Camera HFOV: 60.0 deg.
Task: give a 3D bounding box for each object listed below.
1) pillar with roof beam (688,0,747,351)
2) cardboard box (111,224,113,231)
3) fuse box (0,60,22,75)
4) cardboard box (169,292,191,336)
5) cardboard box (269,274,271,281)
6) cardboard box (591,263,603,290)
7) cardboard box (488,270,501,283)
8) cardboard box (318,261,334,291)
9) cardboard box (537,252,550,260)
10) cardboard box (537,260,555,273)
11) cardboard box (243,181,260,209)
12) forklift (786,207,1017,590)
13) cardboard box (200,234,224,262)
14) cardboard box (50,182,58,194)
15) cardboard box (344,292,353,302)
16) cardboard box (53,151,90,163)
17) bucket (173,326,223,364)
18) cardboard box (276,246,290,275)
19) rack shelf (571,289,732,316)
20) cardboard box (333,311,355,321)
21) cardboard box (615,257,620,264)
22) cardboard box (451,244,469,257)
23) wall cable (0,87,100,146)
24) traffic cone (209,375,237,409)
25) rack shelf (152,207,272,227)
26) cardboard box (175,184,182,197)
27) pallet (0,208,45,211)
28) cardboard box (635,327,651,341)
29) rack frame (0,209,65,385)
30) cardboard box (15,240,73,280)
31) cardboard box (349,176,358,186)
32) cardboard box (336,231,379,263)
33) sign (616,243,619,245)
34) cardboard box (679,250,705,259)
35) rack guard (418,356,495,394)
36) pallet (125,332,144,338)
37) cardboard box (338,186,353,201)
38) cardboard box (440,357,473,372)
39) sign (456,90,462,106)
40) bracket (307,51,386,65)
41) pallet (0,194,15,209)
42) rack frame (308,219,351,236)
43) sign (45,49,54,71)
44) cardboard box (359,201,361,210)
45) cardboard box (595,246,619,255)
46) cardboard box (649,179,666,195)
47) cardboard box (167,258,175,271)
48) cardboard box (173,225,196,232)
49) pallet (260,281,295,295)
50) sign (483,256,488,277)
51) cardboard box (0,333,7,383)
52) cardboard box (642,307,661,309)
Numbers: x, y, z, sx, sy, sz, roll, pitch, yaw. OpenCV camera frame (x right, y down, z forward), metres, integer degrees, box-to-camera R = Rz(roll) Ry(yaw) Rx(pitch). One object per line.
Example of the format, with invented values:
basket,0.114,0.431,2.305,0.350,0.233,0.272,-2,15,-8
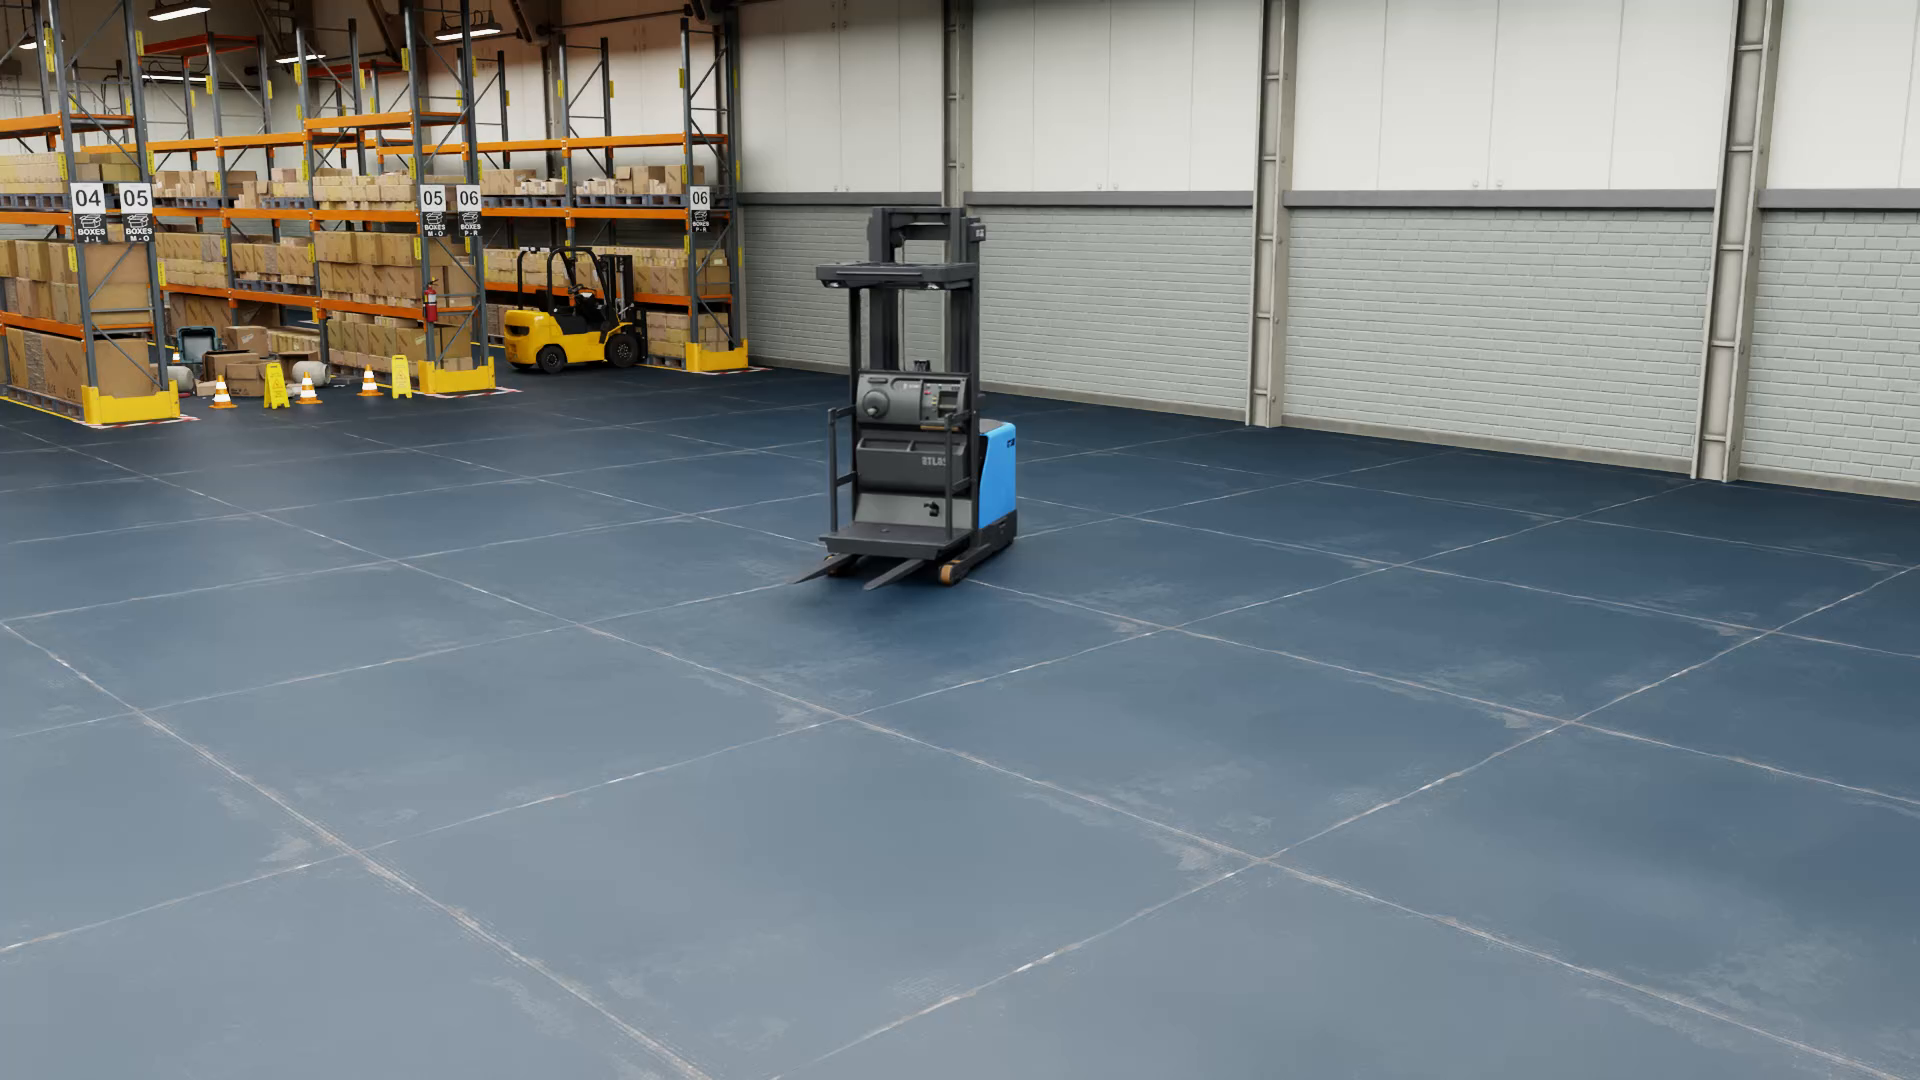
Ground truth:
pillar with roof beam,-7.303,-7.105,27.097,9.100,9.000,0.548,-11,16,-43
cardboard box,-18.209,-6.799,36.146,0.380,0.149,0.250,-11,16,-42
fuse box,-23.073,-11.468,40.345,0.513,0.334,0.176,-11,16,-43
cardboard box,-15.749,-4.684,34.438,0.875,0.875,0.875,-10,15,-41
cardboard box,-12.435,-4.829,30.497,0.380,0.149,0.250,-10,15,-40
cardboard box,-6.634,-4.997,31.486,0.500,0.500,0.500,-11,16,-42
cardboard box,-9.412,-5.461,34.354,0.500,0.250,0.500,-11,16,-44
cardboard box,-10.608,-4.523,28.444,0.500,0.500,0.500,-11,16,-43
cardboard box,-8.119,-5.607,32.837,0.250,0.149,0.380,11,16,43
cardboard box,-8.008,-5.405,32.844,0.500,0.250,0.500,11,16,44
cardboard box,-12.826,-6.393,30.827,0.700,0.500,0.500,-11,16,-43
forklift,-0.465,-1.170,13.325,1.130,2.935,3.031,4,12,19
cardboard box,-14.379,-5.666,32.254,0.500,0.500,0.500,-11,16,-42
cardboard box,-12.107,-4.782,22.587,0.380,0.149,0.250,-11,16,-42
cardboard box,-10.162,-4.112,28.060,0.380,0.149,0.250,-10,15,-41
cardboard box,-11.937,-5.136,22.330,0.380,0.149,0.250,-11,16,-42
bucket,-12.460,-3.169,27.205,0.726,0.611,0.620,-5,3,-23
cardboard box,-11.891,-5.015,29.794,0.500,0.500,0.500,-10,15,-41
rack shelf,-5.742,-4.479,31.000,1.077,0.370,4.000,-11,16,-43
cardboard box,-10.456,-3.825,28.349,0.380,0.149,0.250,-11,16,-42
cardboard box,-6.230,-5.216,30.939,0.250,0.149,0.380,11,16,43
cardboard box,-11.147,-6.176,36.156,0.637,0.503,0.797,11,16,44
wall cable,-22.584,-10.016,41.225,2.355,3.000,0.029,-11,16,-43
traffic cone,-10.798,-2.175,24.324,0.336,0.463,0.334,-11,16,-43
rack shelf,-14.854,-6.423,33.005,1.077,0.370,4.000,-11,16,-43
cardboard box,-15.227,-6.892,32.789,0.396,0.266,0.258,-9,15,-38
pallet,-14.890,-5.229,25.898,1.217,0.209,0.805,11,16,43
cardboard box,-5.633,-3.818,30.543,0.500,0.250,0.500,-11,16,-44
rack frame,-14.221,-3.726,25.565,1.000,3.000,0.127,-11,16,-43
cardboard box,-13.254,-4.108,24.370,0.875,0.550,0.550,-11,16,-43
cardboard box,-9.790,-5.894,27.297,0.380,0.149,0.250,-11,16,-43
cardboard box,-9.899,-4.866,27.635,0.700,0.500,0.500,-11,16,-44
sign,-6.723,-5.664,32.626,0.100,0.325,0.005,-11,16,-43
cardboard box,-4.761,-5.075,29.517,0.380,0.149,0.250,-11,16,-42
rack guard,-8.001,-2.634,26.457,1.175,0.500,0.348,-11,16,-43
pallet,-17.551,-4.533,36.389,1.003,0.211,1.213,-11,16,-43
cardboard box,-9.905,-5.721,27.447,0.500,0.250,0.500,-11,16,-42
cardboard box,-8.305,-2.862,27.145,0.500,0.250,0.500,-11,16,-43
sign,-10.271,-9.064,34.096,0.100,0.325,0.005,-11,16,-43
bracket,-14.799,-11.606,40.025,0.076,0.066,4.783,-11,16,-43
pallet,-13.664,-5.031,24.684,1.003,0.211,1.213,-11,16,-43
rack frame,-15.410,-6.874,40.845,1.000,3.000,0.127,-11,16,-43
sign,-13.803,-7.273,25.207,0.100,0.325,0.005,-11,16,-43
cardboard box,-9.607,-5.472,27.226,0.380,0.149,0.250,-11,16,-42
cardboard box,-6.689,-5.486,31.514,0.380,0.149,0.250,-11,16,-44
cardboard box,-5.328,-6.313,29.731,0.396,0.266,0.258,-11,16,-42
cardboard box,-15.755,-5.594,33.763,0.500,0.250,0.500,-11,16,-42
cardboard box,-16.266,-6.537,34.874,0.380,0.149,0.250,-11,16,-43
pallet,-12.076,-4.638,30.463,1.003,0.211,1.213,-11,16,-43
sign,-7.556,-4.347,26.431,0.100,0.325,0.005,-11,16,-43
cardboard box,-14.715,-2.908,26.128,1.050,0.750,0.750,-11,16,-43
cardboard box,-5.943,-4.279,31.545,0.500,0.250,0.500,-11,16,-42
